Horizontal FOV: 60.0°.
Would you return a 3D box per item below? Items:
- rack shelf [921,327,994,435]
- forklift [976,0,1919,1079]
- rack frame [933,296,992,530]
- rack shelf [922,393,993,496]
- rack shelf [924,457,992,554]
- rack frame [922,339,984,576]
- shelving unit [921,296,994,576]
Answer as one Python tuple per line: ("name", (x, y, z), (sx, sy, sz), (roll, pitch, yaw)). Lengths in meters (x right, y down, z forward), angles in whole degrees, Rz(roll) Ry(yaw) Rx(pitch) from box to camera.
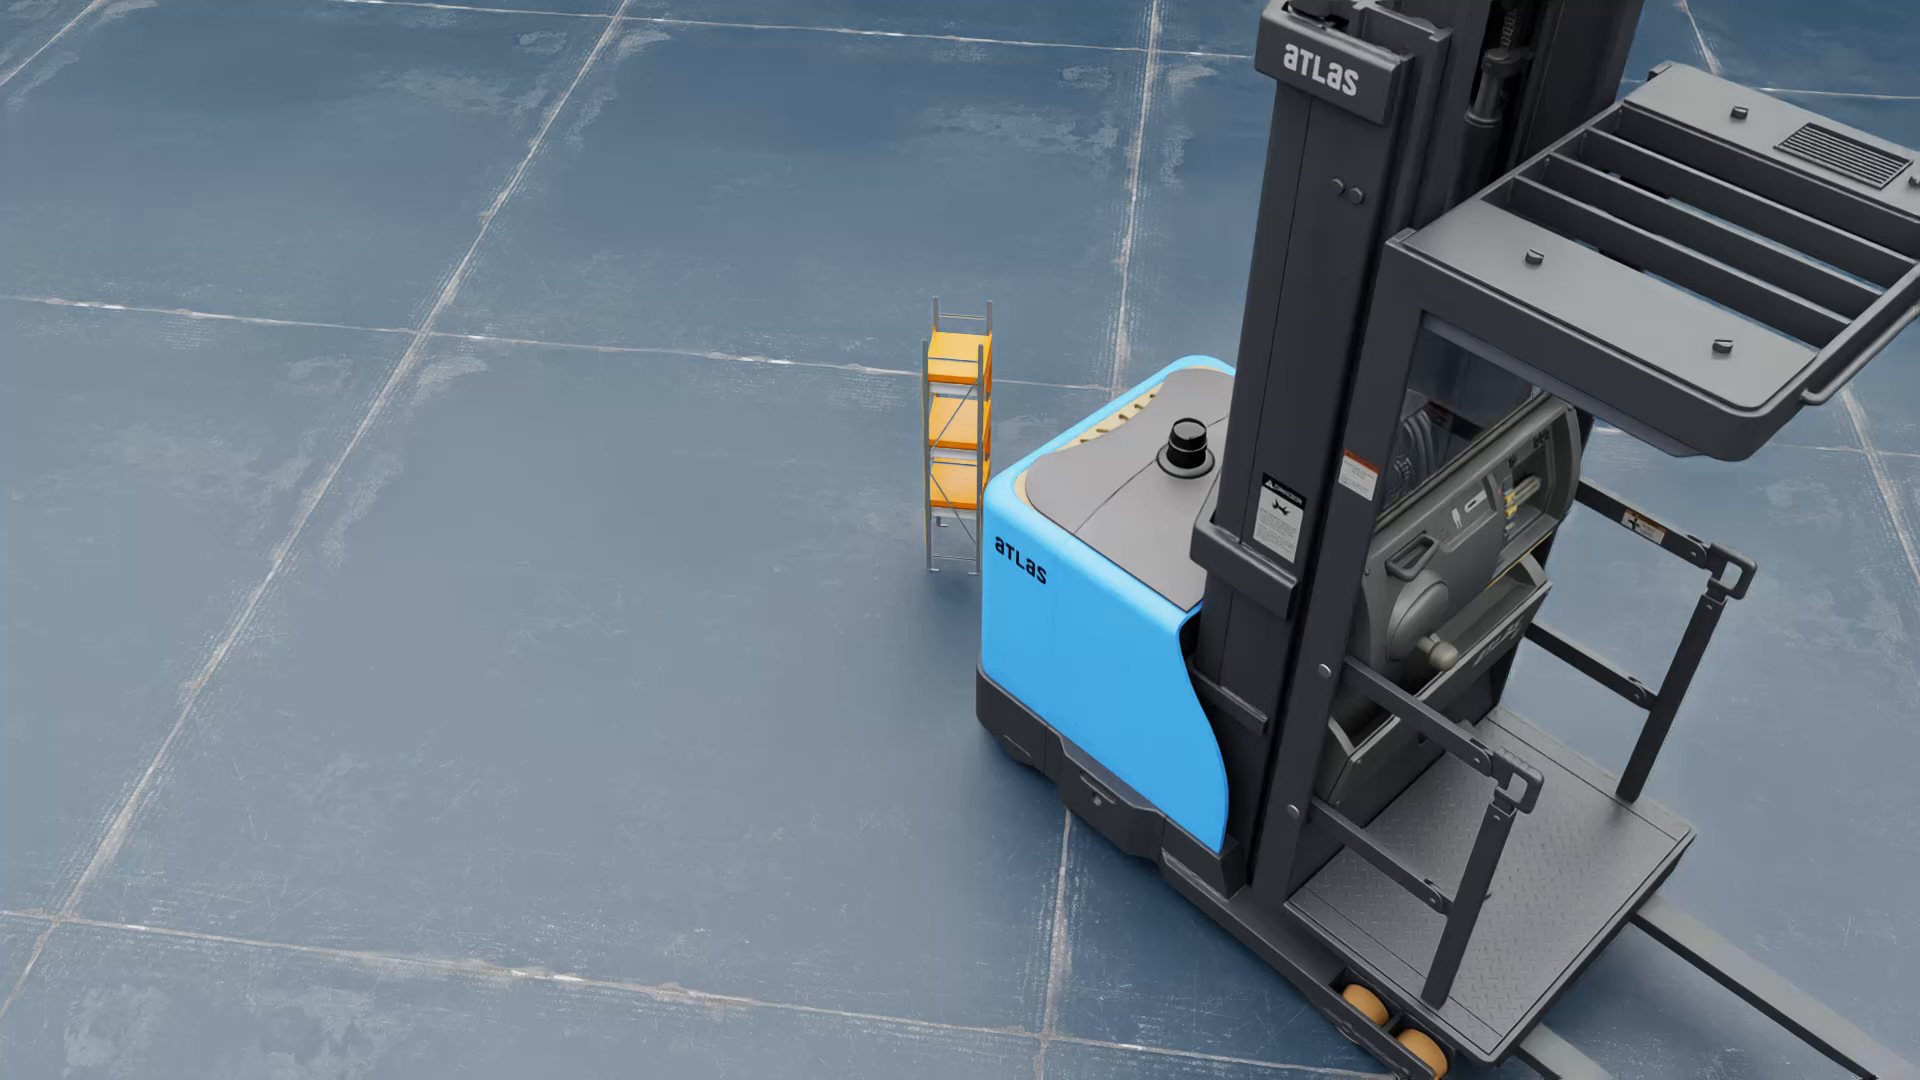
("rack shelf", (-0.007, -0.543, 5.663), (0.215, 0.259, 0.240), (5, 44, 6))
("forklift", (1.434, 0.058, 4.057), (1.130, 2.935, 3.031), (-33, 53, -30))
("rack frame", (0.009, -0.428, 5.938), (0.200, 1.050, 0.008), (5, 44, 6))
("rack shelf", (-0.007, -0.337, 5.858), (0.215, 0.259, 0.240), (5, 44, 6))
("rack shelf", (-0.007, -0.135, 6.049), (0.215, 0.259, 0.240), (5, 44, 6))
("rack frame", (-0.023, -0.262, 5.763), (0.200, 1.050, 0.008), (5, 44, 6))
("shelving unit", (-0.007, -0.345, 5.851), (0.215, 1.050, 0.252), (5, 44, 6))
